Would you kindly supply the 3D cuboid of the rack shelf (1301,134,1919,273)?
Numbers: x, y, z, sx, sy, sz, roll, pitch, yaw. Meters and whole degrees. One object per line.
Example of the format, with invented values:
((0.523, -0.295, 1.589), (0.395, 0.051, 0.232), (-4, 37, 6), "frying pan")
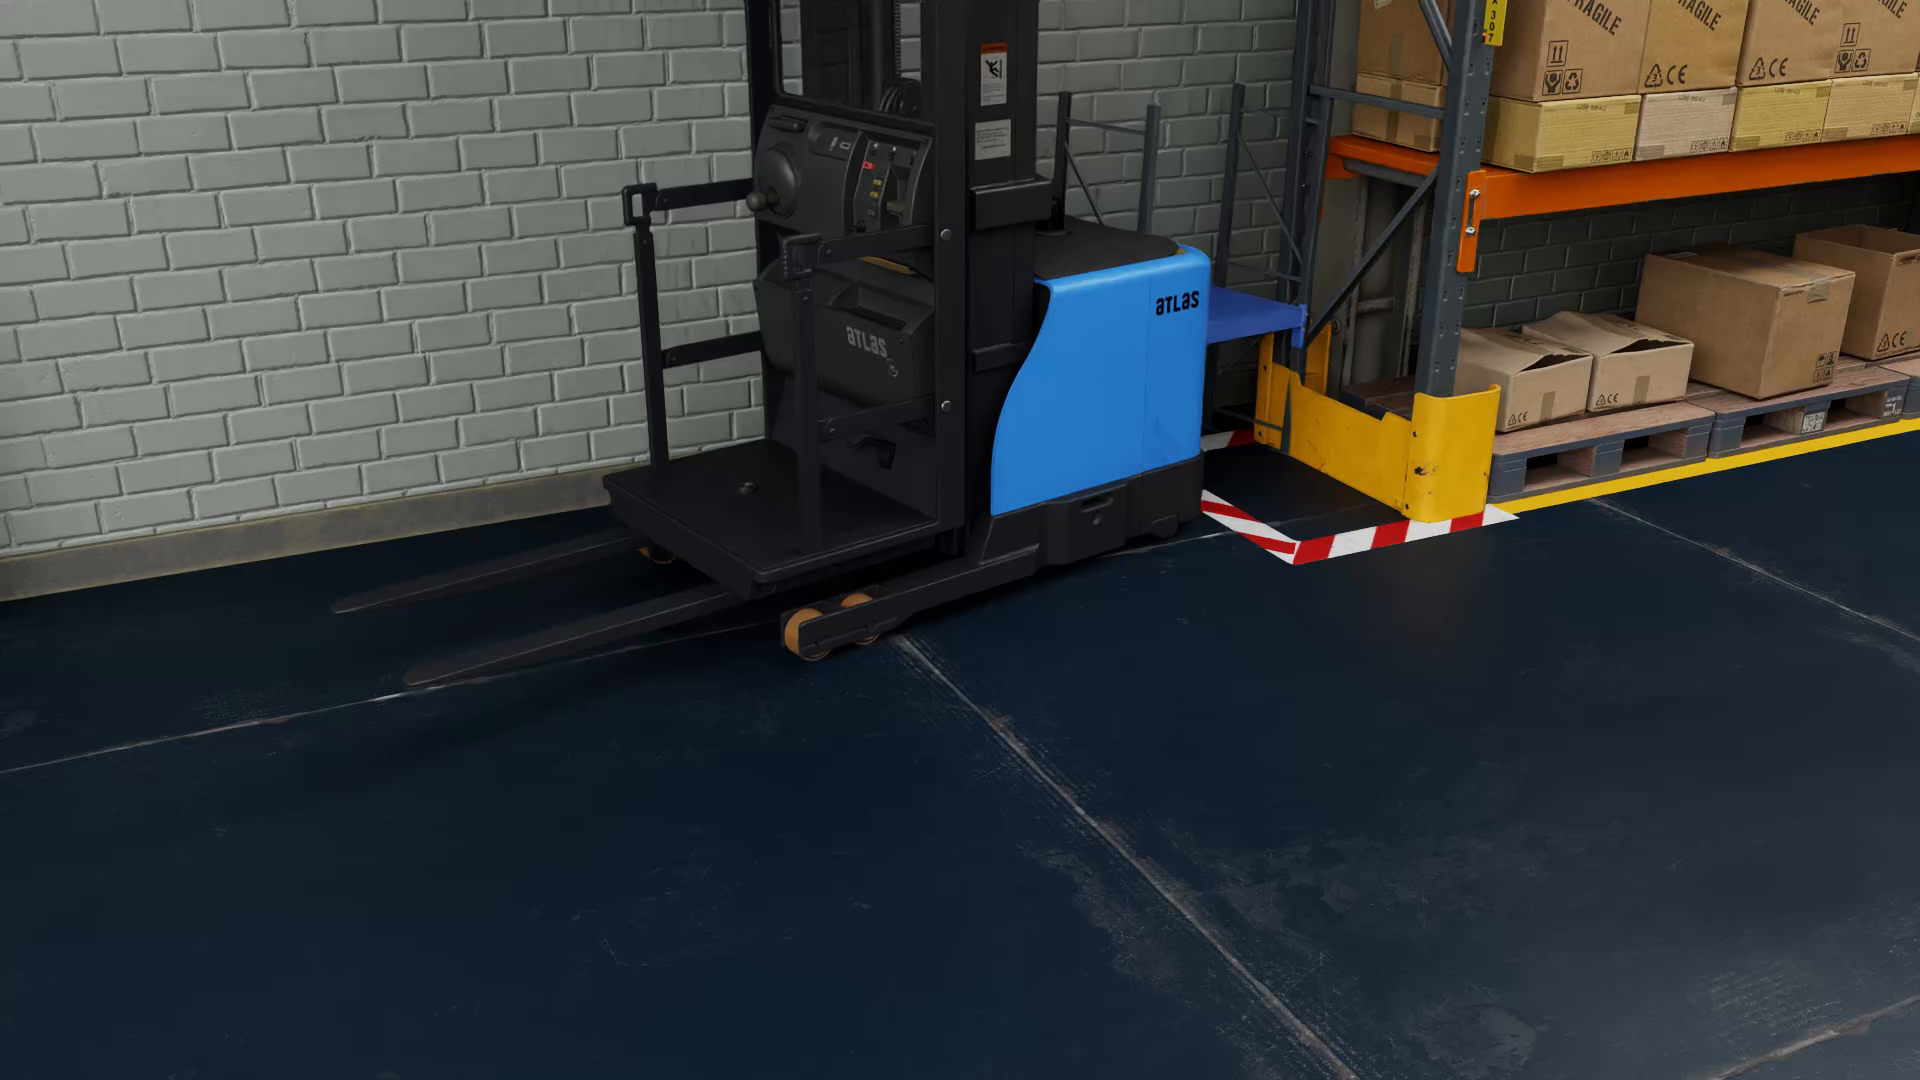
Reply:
((3.414, -1.660, 7.280), (4.000, 0.370, 1.077), (-10, 25, -24), "rack shelf")

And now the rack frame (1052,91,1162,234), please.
((0.517, -0.932, 6.410), (0.032, 1.500, 0.500), (-15, 27, -39), "rack frame")

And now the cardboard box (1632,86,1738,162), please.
((2.651, -1.663, 6.517), (0.500, 0.250, 0.500), (-11, 25, -25), "cardboard box")

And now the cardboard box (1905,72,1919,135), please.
((4.022, -1.913, 7.119), (0.500, 0.250, 0.500), (-11, 25, -24), "cardboard box")

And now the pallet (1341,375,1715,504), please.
((2.427, -0.508, 7.201), (1.213, 0.211, 1.003), (-10, 25, -24), "pallet")

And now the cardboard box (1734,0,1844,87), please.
((3.090, -2.085, 6.555), (0.500, 0.500, 0.500), (-11, 25, -25), "cardboard box")

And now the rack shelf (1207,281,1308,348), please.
((0.893, -0.866, 6.791), (1.000, 0.185, 0.538), (-15, 27, -39), "rack shelf")

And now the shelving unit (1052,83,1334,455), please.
((0.901, -1.034, 6.728), (1.048, 1.500, 0.538), (-15, 27, -39), "shelving unit")

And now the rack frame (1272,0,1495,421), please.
((1.612, -1.661, 6.341), (0.127, 3.000, 1.000), (-10, 25, -24), "rack frame")

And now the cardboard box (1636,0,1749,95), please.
((2.622, -2.002, 6.353), (0.500, 0.500, 0.500), (-10, 25, -23), "cardboard box")

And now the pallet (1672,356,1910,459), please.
((3.525, -0.709, 7.686), (1.213, 0.211, 1.003), (-10, 25, -24), "pallet")

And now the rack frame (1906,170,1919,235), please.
((5.216, -2.324, 7.944), (0.127, 3.000, 1.000), (-10, 25, -24), "rack frame")

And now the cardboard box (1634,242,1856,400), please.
((3.471, -0.992, 7.418), (0.500, 0.500, 0.700), (-12, 25, -27), "cardboard box")

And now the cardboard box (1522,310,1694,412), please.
((2.788, -0.800, 7.202), (0.500, 0.311, 0.500), (-8, 24, -19), "cardboard box")

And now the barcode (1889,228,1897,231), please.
((4.625, -1.514, 8.260), (0.075, 0.075, 0.001), (-10, 25, -24), "barcode")

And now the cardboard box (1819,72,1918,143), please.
((3.569, -1.829, 6.917), (0.500, 0.250, 0.500), (-10, 25, -23), "cardboard box")

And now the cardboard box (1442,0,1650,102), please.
((2.172, -1.923, 6.163), (0.500, 0.500, 0.500), (-10, 25, -24), "cardboard box")

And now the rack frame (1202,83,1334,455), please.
((1.284, -1.136, 7.046), (0.032, 1.500, 0.500), (-15, 27, -39), "rack frame")

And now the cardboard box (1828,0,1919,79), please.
((3.550, -2.175, 6.771), (0.500, 0.500, 0.500), (-10, 24, -22), "cardboard box")

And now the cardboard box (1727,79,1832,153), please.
((3.112, -1.746, 6.716), (0.500, 0.250, 0.500), (-11, 25, -24), "cardboard box")

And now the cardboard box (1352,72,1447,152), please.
((1.949, -1.745, 6.714), (0.500, 0.250, 0.500), (-10, 25, -23), "cardboard box")

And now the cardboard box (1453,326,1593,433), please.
((2.274, -0.706, 6.973), (0.500, 0.311, 0.500), (-14, 26, -30), "cardboard box")

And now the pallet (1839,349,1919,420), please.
((4.626, -0.912, 8.178), (1.213, 0.211, 1.003), (-10, 25, -24), "pallet")

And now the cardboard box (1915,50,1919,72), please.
((4.018, -2.261, 6.980), (0.500, 0.500, 0.500), (-11, 25, -25), "cardboard box")

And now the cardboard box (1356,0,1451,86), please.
((1.944, -2.099, 6.588), (0.500, 0.500, 0.500), (-11, 25, -24), "cardboard box")

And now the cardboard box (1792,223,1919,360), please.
((4.298, -1.187, 7.888), (0.500, 0.500, 0.500), (-12, 26, -28), "cardboard box")

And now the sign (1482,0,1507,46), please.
((1.847, -1.874, 5.723), (0.005, 0.325, 0.100), (-10, 25, -24), "sign")

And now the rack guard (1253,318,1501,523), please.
((1.680, -0.519, 6.849), (0.348, 0.500, 1.175), (-10, 25, -24), "rack guard")

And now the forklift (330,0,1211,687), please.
((-0.559, -1.195, 5.305), (3.031, 2.935, 1.130), (-17, 28, -34), "forklift")

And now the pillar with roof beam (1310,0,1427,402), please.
((3.734, -3.363, 2.610), (0.400, 9.000, 9.100), (-10, 25, -24), "pillar with roof beam")

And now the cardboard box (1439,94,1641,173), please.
((2.189, -1.572, 6.297), (0.500, 0.250, 0.500), (-11, 25, -25), "cardboard box")
